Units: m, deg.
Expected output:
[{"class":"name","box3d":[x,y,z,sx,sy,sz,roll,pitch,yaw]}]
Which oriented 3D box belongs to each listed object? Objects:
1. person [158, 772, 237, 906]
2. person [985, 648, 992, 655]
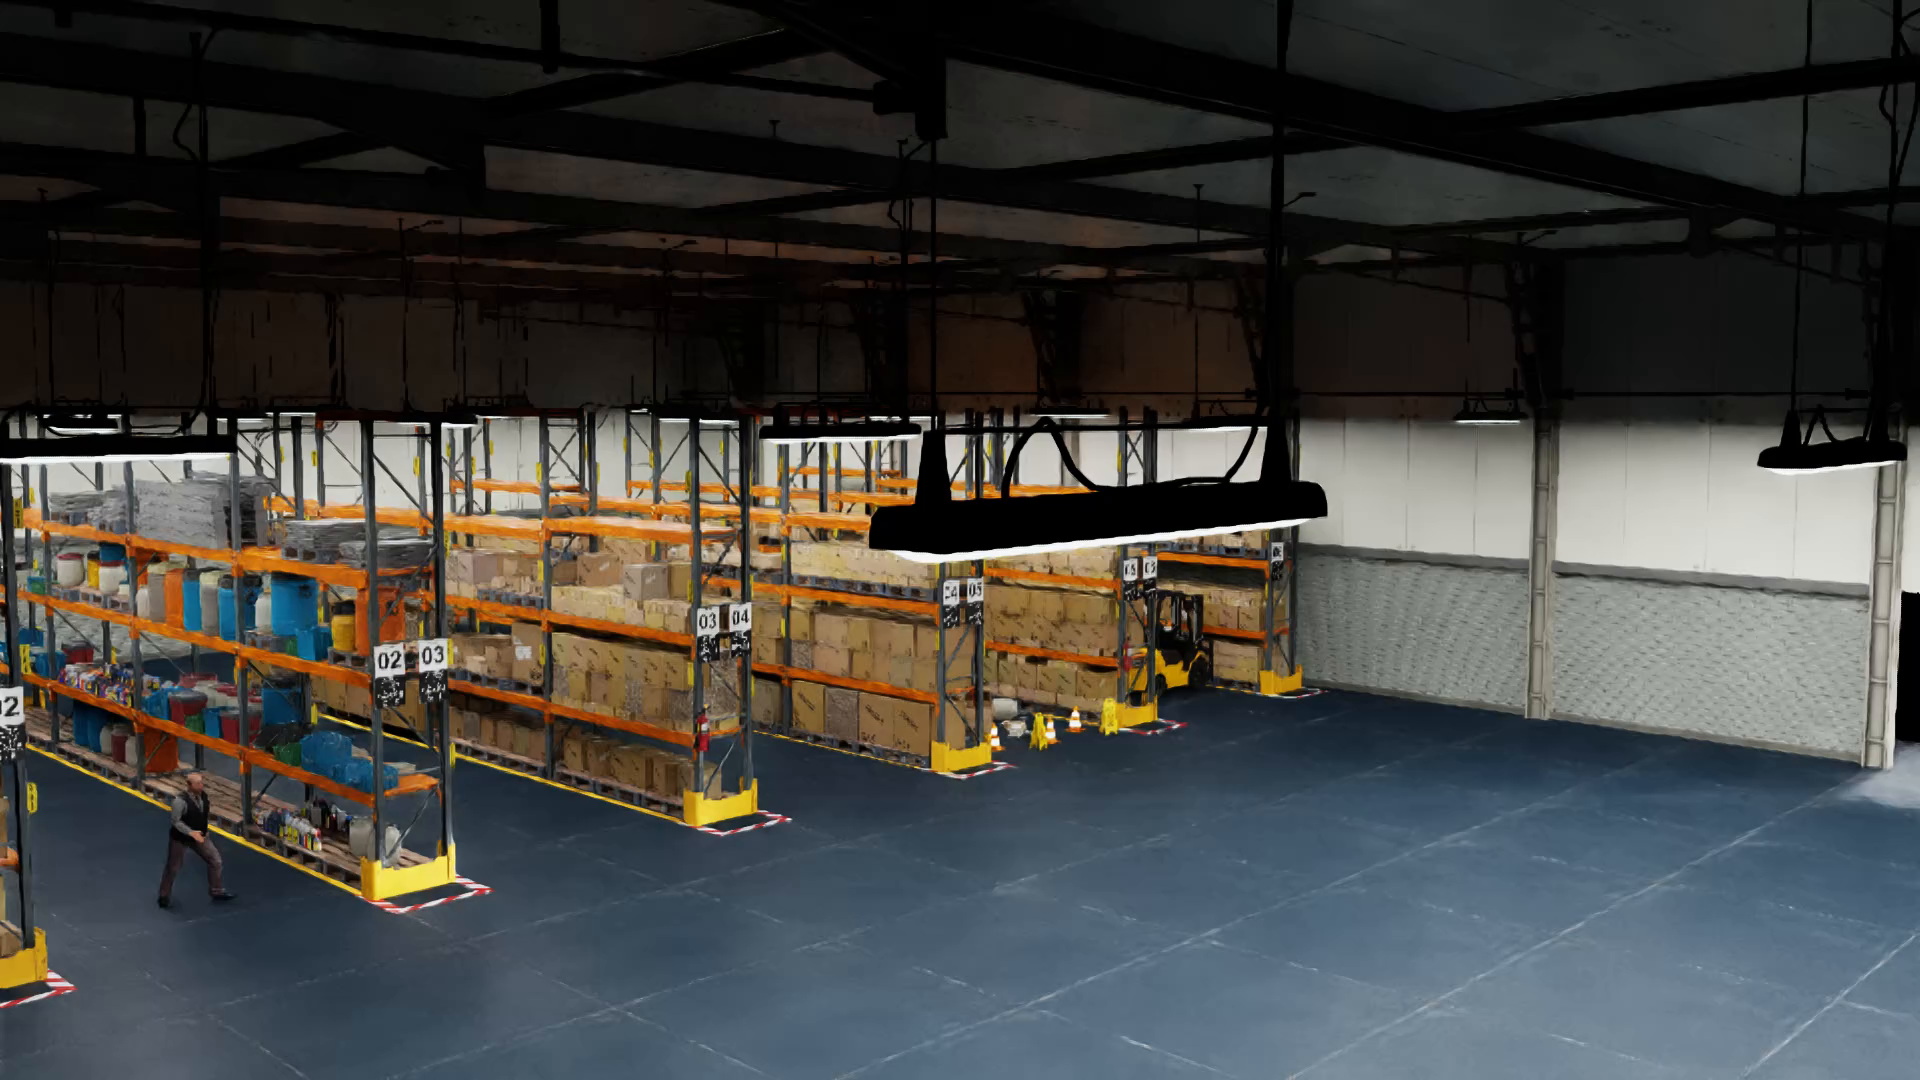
[{"class":"person","box3d":[-9.511,3.677,20.552,0.832,1.654,0.687,2,6,26]},{"class":"person","box3d":[0.495,2.080,37.806,0.547,1.785,0.646,-2,5,-17]}]
